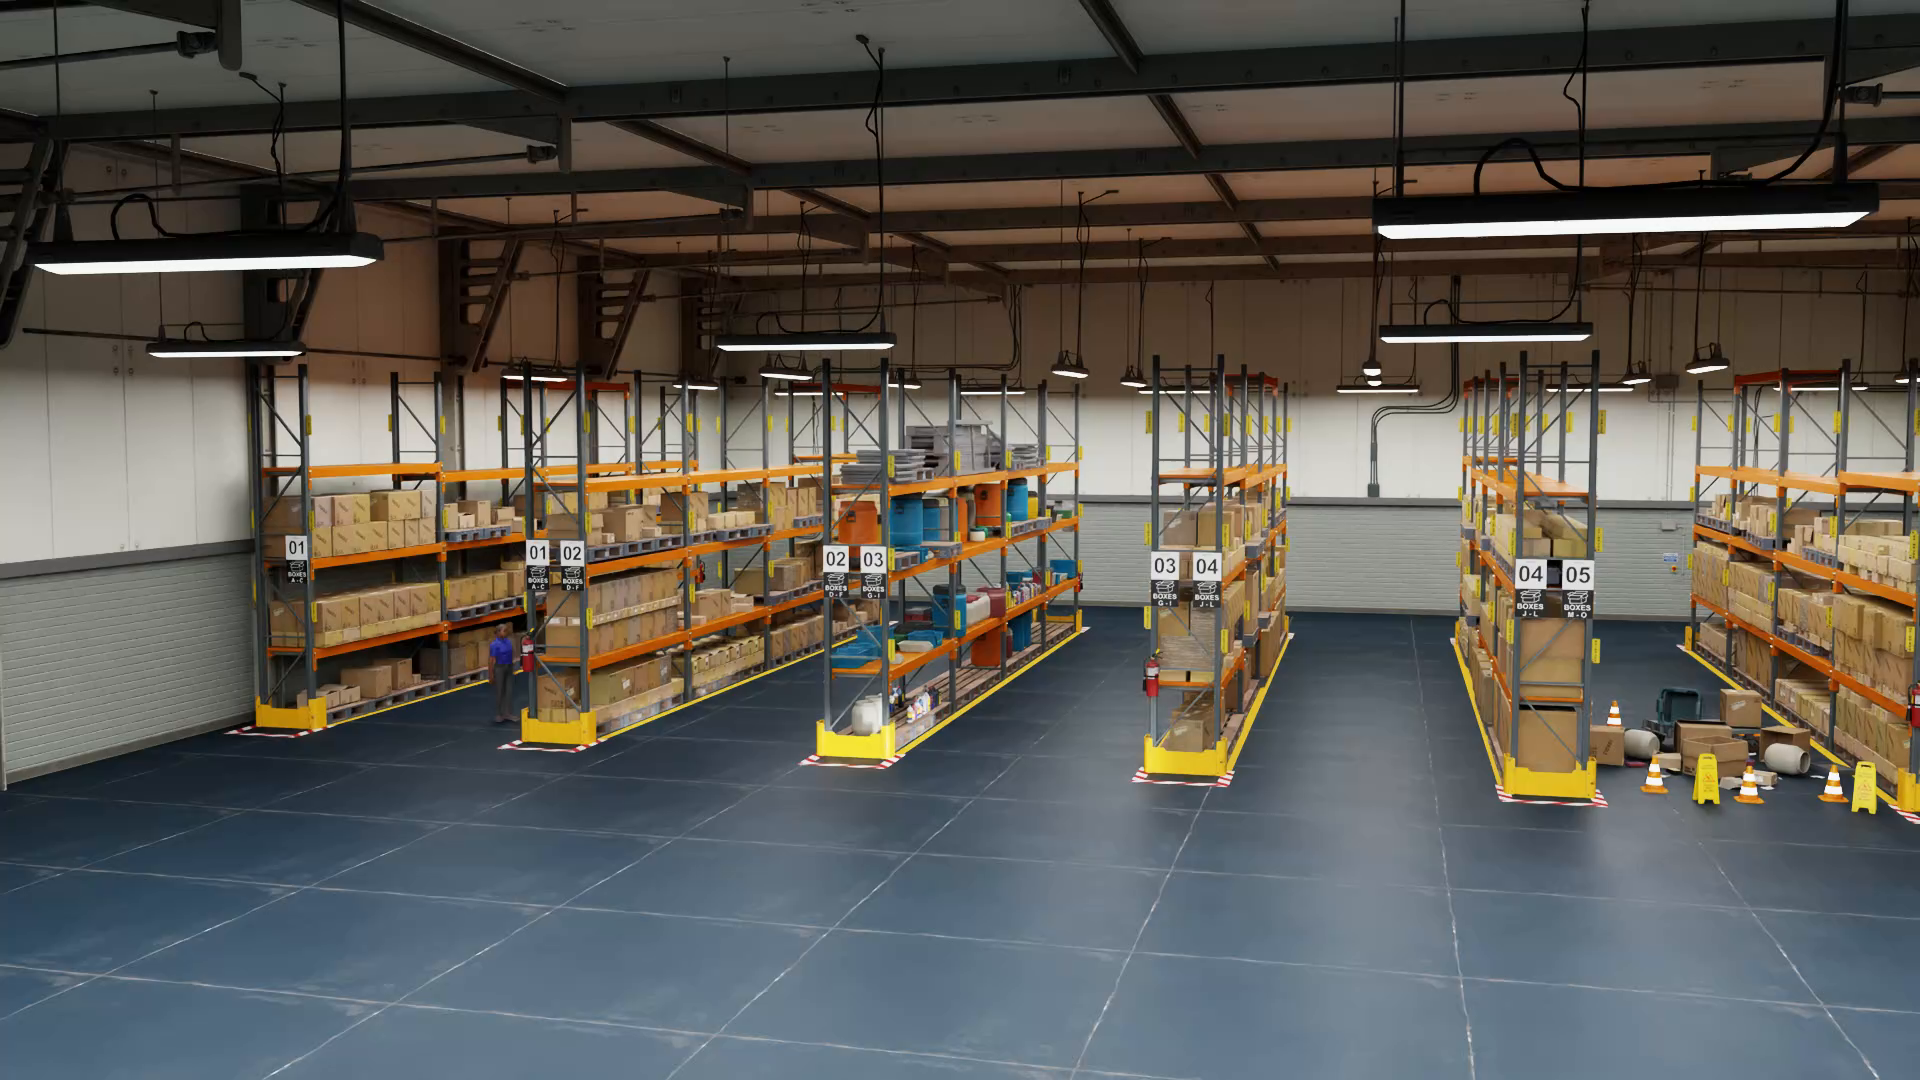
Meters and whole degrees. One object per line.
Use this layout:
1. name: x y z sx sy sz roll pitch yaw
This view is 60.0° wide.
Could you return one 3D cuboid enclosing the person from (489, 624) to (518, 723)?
1. person: -7.718 2.241 28.091 0.326 1.667 0.563 3 5 34
